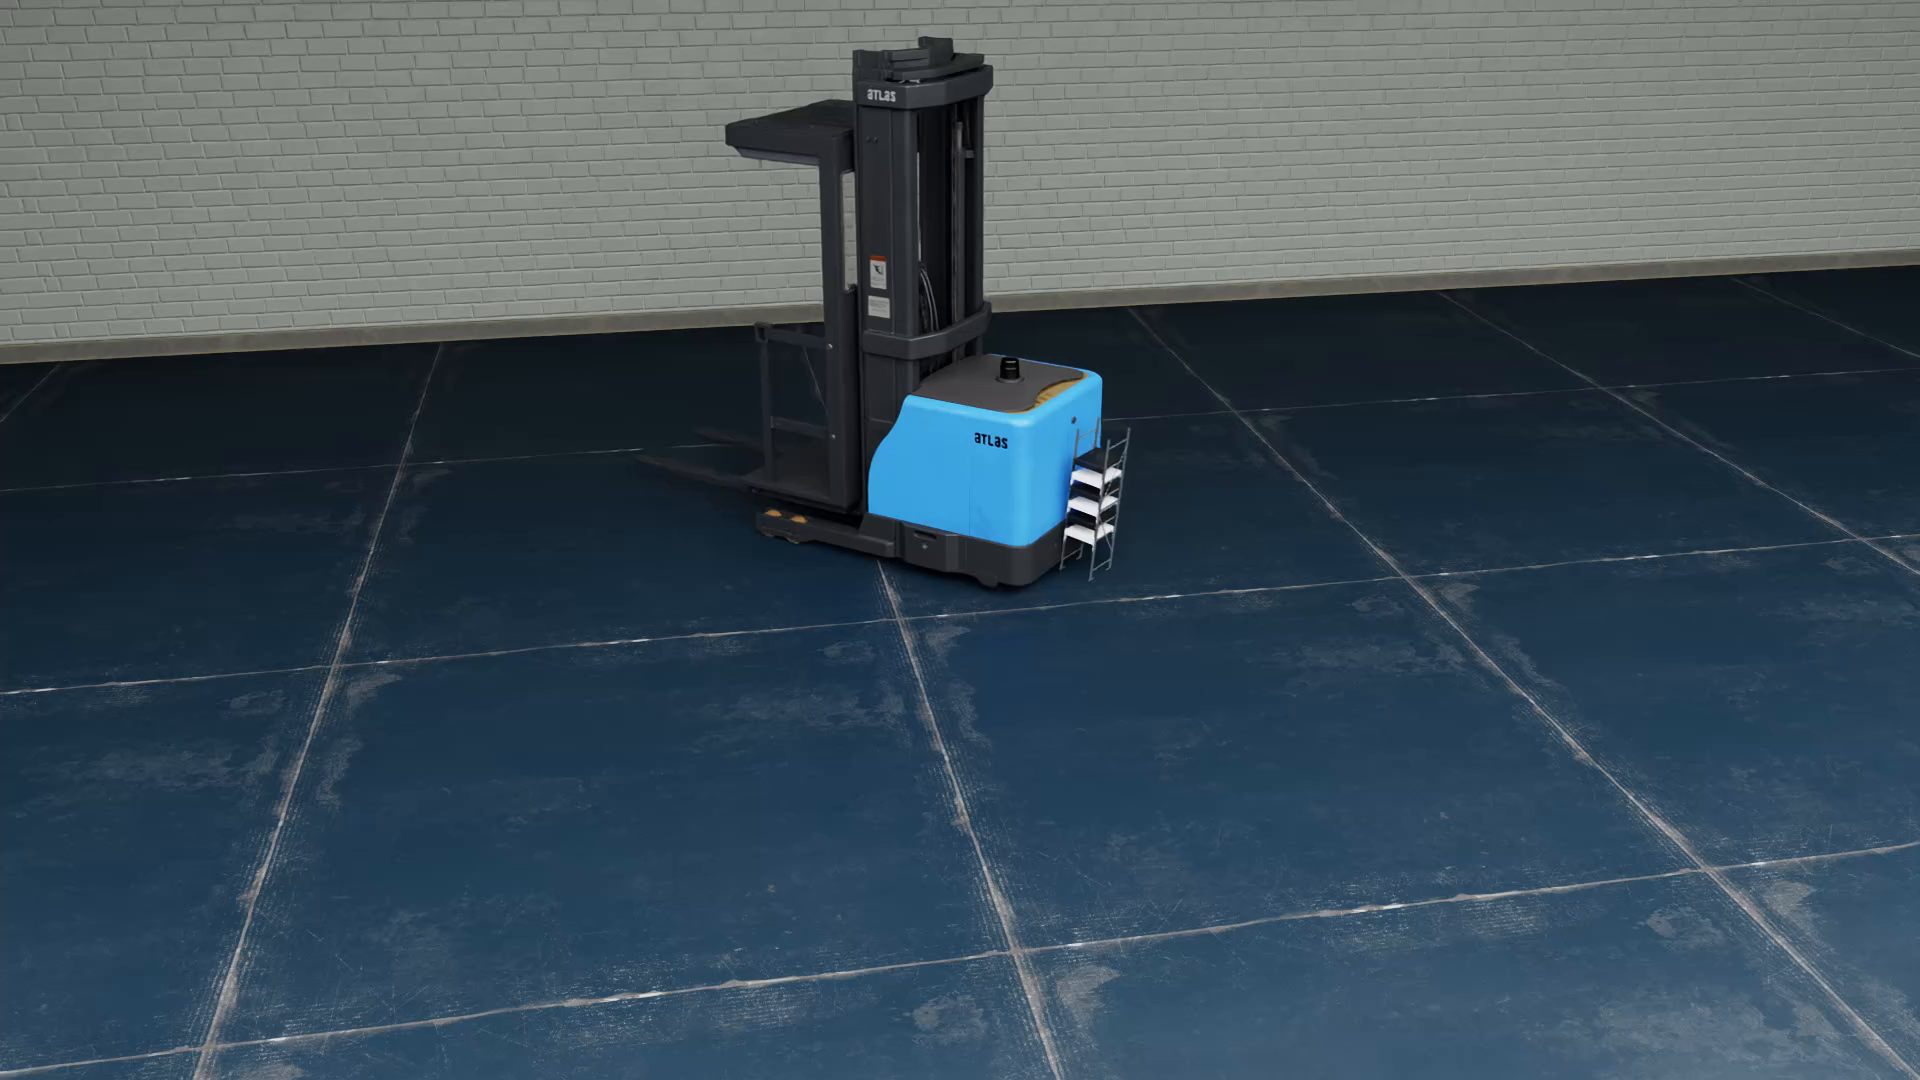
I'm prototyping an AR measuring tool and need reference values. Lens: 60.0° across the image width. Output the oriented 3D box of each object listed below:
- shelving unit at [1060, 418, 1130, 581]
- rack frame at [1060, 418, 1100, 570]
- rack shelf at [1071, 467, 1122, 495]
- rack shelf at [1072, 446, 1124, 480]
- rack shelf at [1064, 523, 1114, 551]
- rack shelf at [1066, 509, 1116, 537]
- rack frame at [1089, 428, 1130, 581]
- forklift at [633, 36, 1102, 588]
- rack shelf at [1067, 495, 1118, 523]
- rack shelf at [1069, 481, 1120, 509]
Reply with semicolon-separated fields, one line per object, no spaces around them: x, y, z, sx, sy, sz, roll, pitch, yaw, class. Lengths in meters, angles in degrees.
0.778;-0.231;9.632;0.210;0.900;0.258;22;31;29;shelving unit
0.696;-0.264;9.682;0.006;0.900;0.240;22;31;29;rack frame
0.790;-0.361;9.565;0.200;0.077;0.258;22;31;29;rack shelf
0.798;-0.441;9.525;0.200;0.077;0.258;22;31;29;rack shelf
0.761;-0.041;9.728;0.200;0.077;0.258;22;31;29;rack shelf
0.768;-0.121;9.688;0.200;0.077;0.258;22;31;29;rack shelf
0.861;-0.198;9.582;0.006;0.900;0.240;22;31;29;rack frame
-0.676;-1.488;9.995;3.031;2.935;1.130;13;27;28;forklift
0.776;-0.201;9.647;0.200;0.077;0.258;22;31;29;rack shelf
0.783;-0.281;9.606;0.200;0.077;0.258;22;31;29;rack shelf
